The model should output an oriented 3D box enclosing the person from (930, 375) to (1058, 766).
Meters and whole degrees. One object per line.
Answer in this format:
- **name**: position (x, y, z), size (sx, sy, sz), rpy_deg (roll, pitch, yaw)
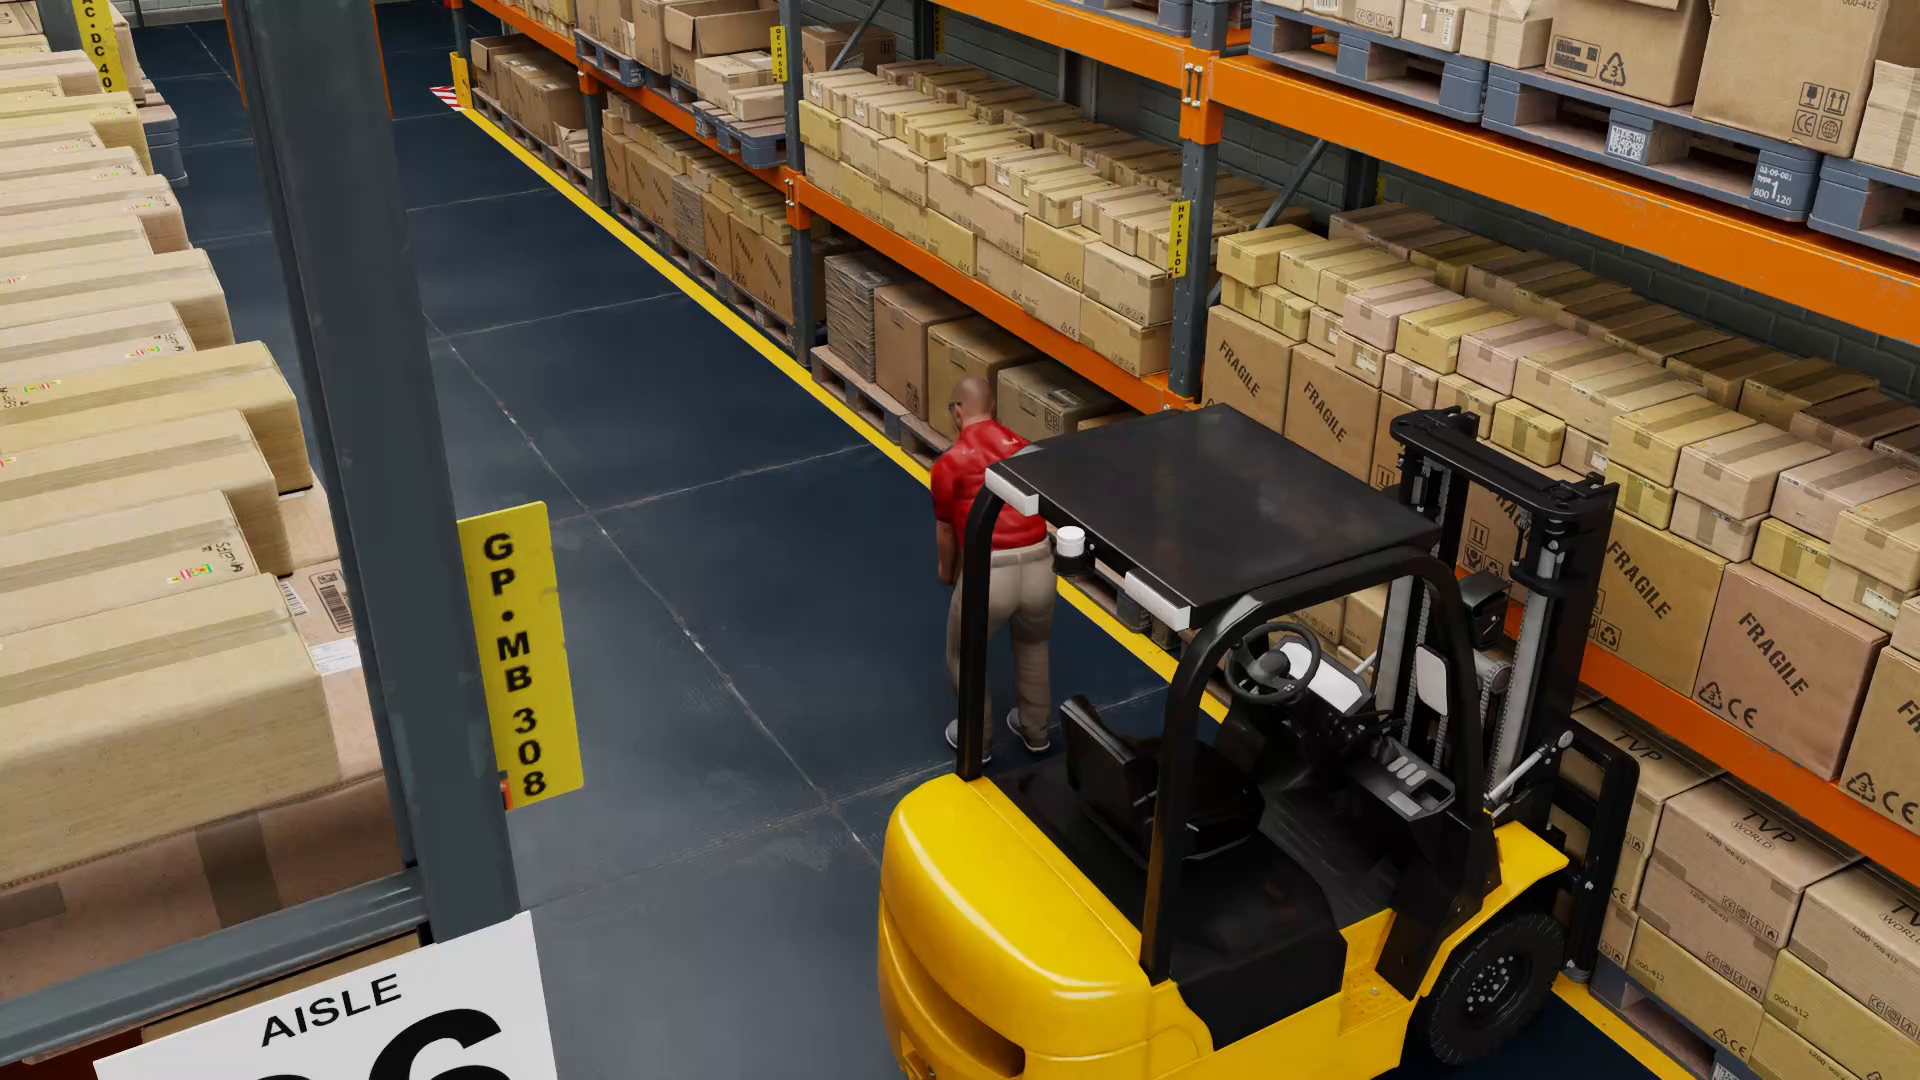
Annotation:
- **person**: position (0.134, 0.142, 6.993), size (0.482, 1.632, 0.625), rpy_deg (-11, 31, -19)
